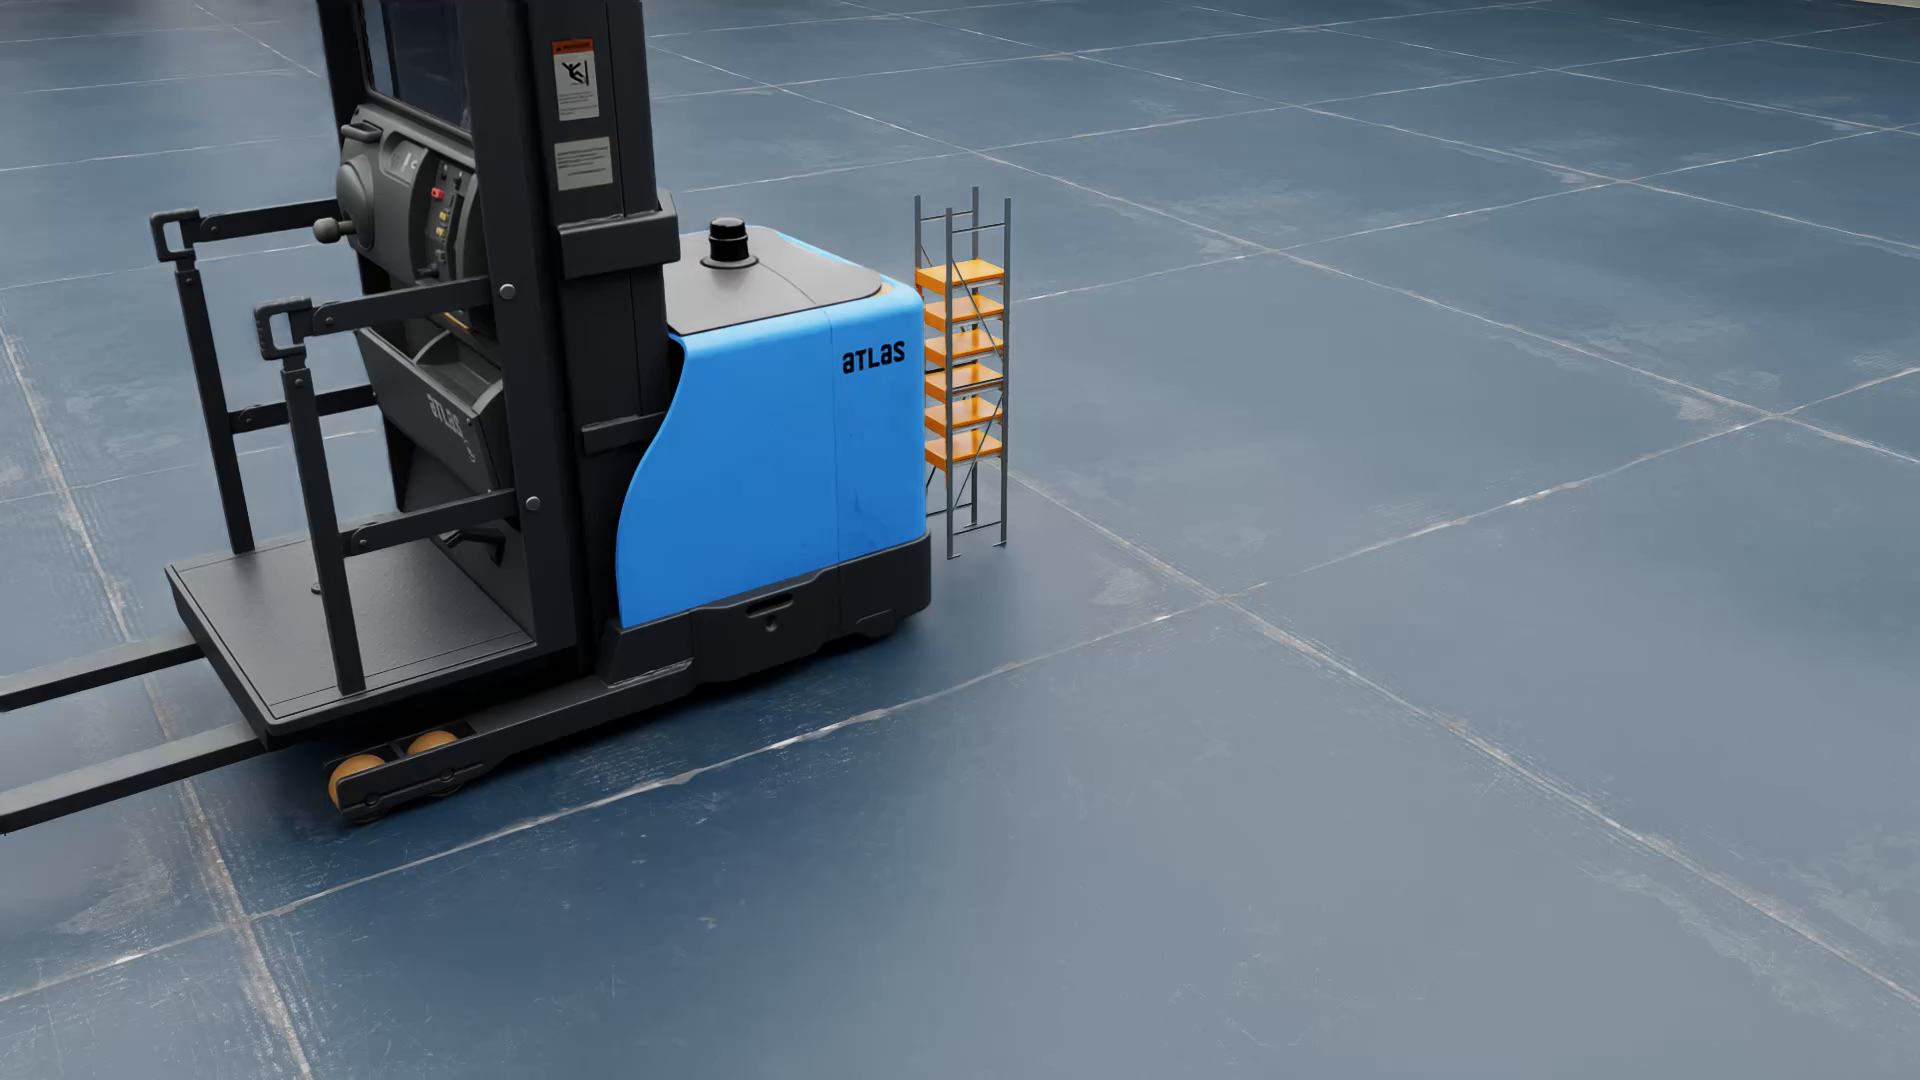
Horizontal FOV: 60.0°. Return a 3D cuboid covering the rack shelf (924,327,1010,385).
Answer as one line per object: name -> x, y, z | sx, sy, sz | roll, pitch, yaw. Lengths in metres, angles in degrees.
rack shelf -> 0.008, -0.606, 5.451 | 0.258, 0.103, 0.180 | -16, 29, -30

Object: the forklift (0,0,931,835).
forklift -> -1.581, -0.865, 4.148 | 3.031, 2.935, 1.130 | -17, 30, -32

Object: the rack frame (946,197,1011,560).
rack frame -> 0.058, -0.505, 5.414 | 0.240, 1.200, 0.006 | -16, 29, -30

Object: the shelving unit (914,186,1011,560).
shelving unit -> 0.008, -0.537, 5.483 | 0.258, 1.200, 0.189 | -16, 29, -30

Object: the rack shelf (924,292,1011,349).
rack shelf -> 0.008, -0.714, 5.399 | 0.258, 0.103, 0.180 | -16, 29, -30

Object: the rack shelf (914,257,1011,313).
rack shelf -> 0.008, -0.823, 5.348 | 0.258, 0.103, 0.180 | -16, 29, -30

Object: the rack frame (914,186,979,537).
rack frame -> -0.042, -0.570, 5.552 | 0.240, 1.200, 0.006 | -16, 29, -30

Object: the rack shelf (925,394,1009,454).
rack shelf -> 0.008, -0.389, 5.553 | 0.258, 0.103, 0.180 | -16, 29, -30

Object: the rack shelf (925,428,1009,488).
rack shelf -> 0.008, -0.280, 5.604 | 0.258, 0.103, 0.180 | -16, 29, -30

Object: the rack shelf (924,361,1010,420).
rack shelf -> 0.008, -0.497, 5.502 | 0.258, 0.103, 0.180 | -16, 29, -30
